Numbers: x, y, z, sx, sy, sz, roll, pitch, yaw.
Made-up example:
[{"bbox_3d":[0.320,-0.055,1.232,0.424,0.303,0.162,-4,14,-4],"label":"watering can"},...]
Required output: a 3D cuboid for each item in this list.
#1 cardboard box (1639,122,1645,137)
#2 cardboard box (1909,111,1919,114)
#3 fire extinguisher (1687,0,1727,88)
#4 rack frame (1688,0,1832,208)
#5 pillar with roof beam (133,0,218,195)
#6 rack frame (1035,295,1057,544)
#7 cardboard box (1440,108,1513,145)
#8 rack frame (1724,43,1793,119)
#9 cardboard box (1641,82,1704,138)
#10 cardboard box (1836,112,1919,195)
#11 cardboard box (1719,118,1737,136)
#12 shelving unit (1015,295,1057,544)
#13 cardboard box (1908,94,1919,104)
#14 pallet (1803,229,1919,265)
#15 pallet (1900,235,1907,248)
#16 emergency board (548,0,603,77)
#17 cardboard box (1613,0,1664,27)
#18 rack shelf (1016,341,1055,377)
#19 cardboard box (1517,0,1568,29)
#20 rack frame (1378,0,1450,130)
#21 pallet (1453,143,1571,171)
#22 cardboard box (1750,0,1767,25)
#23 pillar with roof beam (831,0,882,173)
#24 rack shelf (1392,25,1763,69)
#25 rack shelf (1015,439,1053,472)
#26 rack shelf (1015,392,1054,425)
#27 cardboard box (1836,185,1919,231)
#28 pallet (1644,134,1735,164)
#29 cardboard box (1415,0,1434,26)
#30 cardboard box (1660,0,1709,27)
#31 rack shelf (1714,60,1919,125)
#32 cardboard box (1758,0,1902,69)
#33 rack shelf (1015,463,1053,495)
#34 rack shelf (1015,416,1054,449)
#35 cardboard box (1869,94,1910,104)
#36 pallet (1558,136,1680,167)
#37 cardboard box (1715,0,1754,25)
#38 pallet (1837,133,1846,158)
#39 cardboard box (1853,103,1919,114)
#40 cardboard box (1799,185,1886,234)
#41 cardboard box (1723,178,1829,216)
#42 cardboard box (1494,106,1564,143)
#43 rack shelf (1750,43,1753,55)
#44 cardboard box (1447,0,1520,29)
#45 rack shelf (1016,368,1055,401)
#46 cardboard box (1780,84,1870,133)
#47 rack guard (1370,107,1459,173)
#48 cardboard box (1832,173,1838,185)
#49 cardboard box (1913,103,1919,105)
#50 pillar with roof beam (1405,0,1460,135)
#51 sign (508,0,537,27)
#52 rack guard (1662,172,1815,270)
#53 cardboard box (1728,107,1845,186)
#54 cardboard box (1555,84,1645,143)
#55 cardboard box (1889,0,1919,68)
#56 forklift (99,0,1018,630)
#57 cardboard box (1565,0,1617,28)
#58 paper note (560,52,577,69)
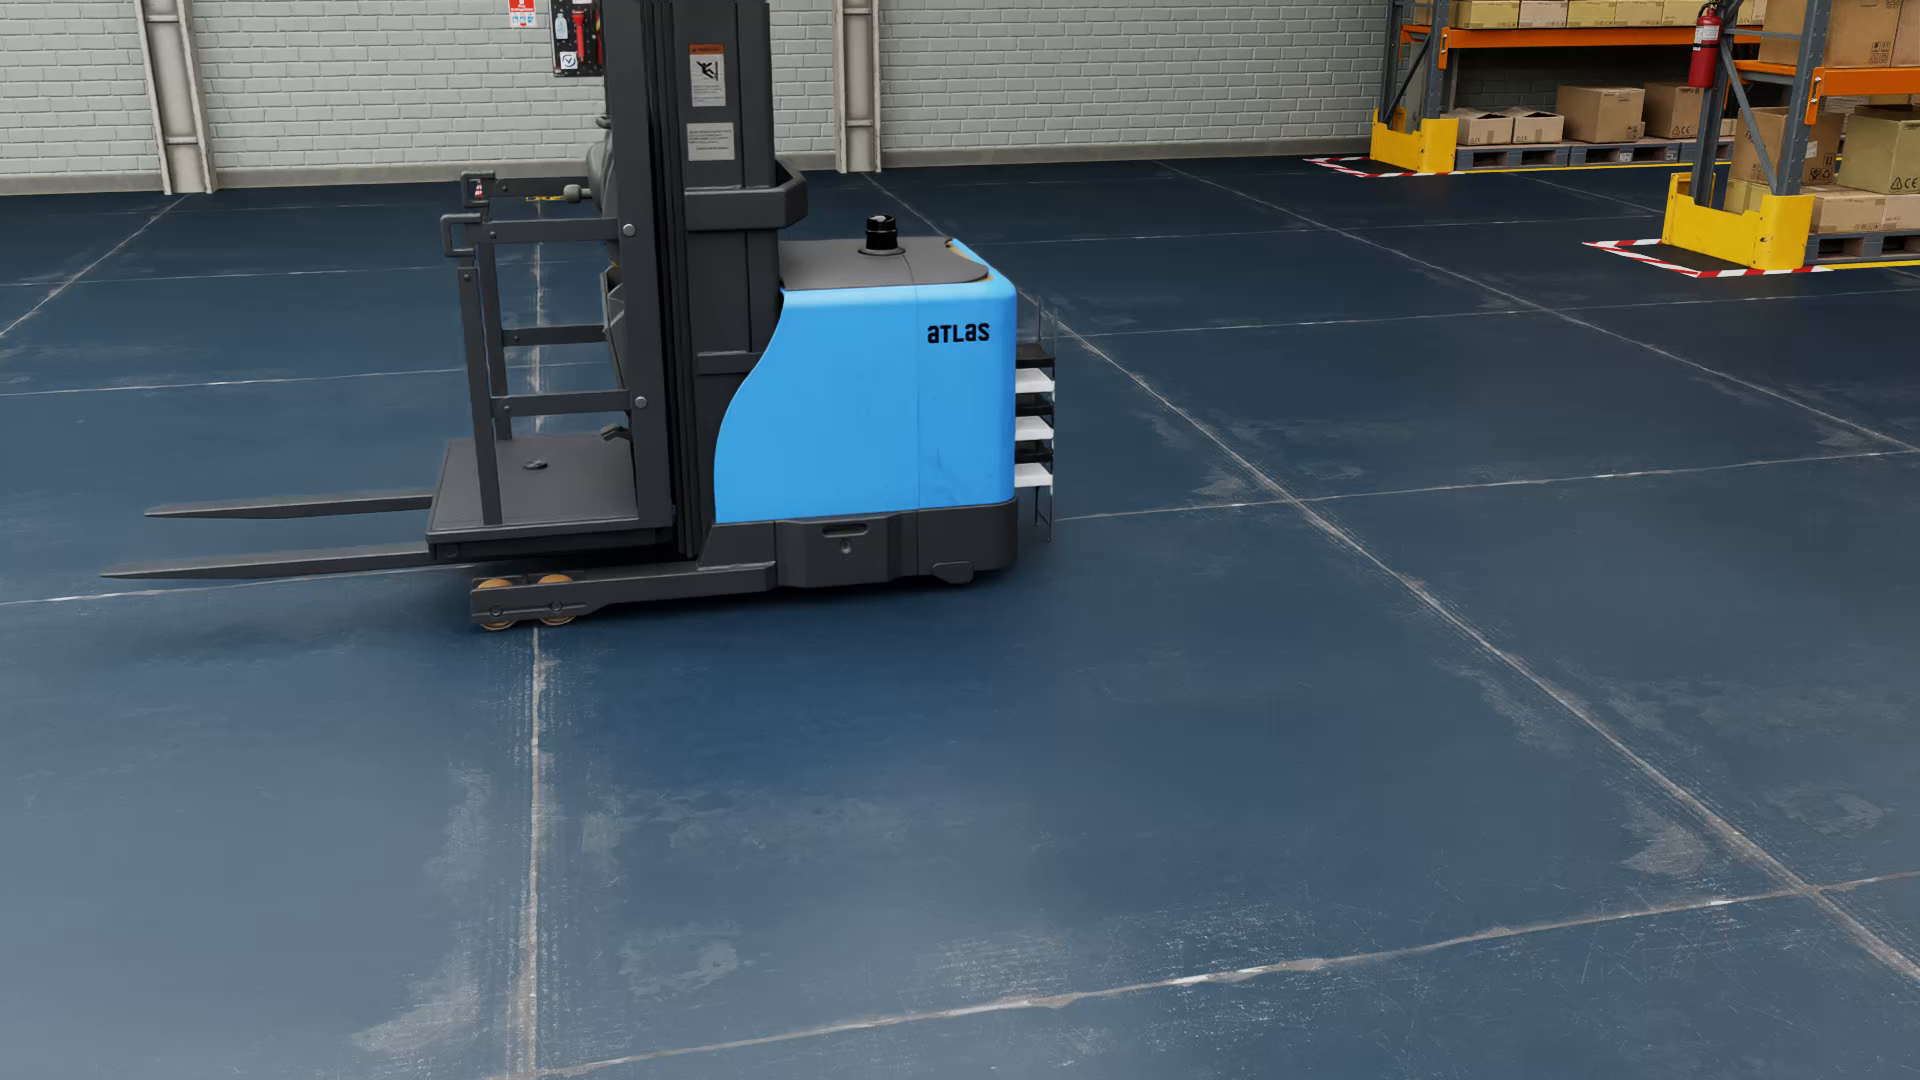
[{"bbox_3d":[6.708,-4.173,16.852,0.250,0.149,0.380,-6,21,-17],"label":"cardboard box"},{"bbox_3d":[7.063,-2.761,11.788,0.500,0.500,0.500,-5,21,-12],"label":"cardboard box"},{"bbox_3d":[5.298,-3.561,11.786,0.183,0.674,0.296,-5,21,-12],"label":"fire extinguisher"},{"bbox_3d":[5.520,-3.451,11.374,0.127,3.000,1.000,-5,21,-12],"label":"rack frame"},{"bbox_3d":[-5.828,-5.880,9.283,0.400,9.000,9.100,-5,21,-12],"label":"pillar with roof beam"},{"bbox_3d":[0.320,-0.447,6.226,0.006,0.900,0.240,-4,21,-12],"label":"rack frame"},{"bbox_3d":[5.071,-4.077,16.354,0.500,0.311,0.500,-7,21,-19],"label":"cardboard box"},{"bbox_3d":[8.269,-5.425,16.764,0.127,3.000,1.000,-5,21,-12],"label":"rack frame"},{"bbox_3d":[7.269,-4.363,16.858,0.500,0.500,0.500,-6,21,-17],"label":"cardboard box"},{"bbox_3d":[6.580,-2.717,11.668,0.500,0.500,0.500,-5,21,-12],"label":"cardboard box"},{"bbox_3d":[7.756,-4.249,17.033,0.250,0.166,0.380,-7,21,-20],"label":"cardboard box"},{"bbox_3d":[0.221,-0.439,6.205,0.210,0.900,0.258,-4,21,-12],"label":"shelving unit"},{"bbox_3d":[9.979,-4.607,17.524,0.500,0.500,0.700,-4,21,-12],"label":"cardboard box"},{"bbox_3d":[6.255,-2.216,12.057,1.213,0.211,1.003,-5,21,-12],"label":"pallet"},{"bbox_3d":[7.440,-2.311,12.318,1.213,0.211,1.003,-5,21,-12],"label":"pallet"},{"bbox_3d":[-3.394,-4.796,15.046,0.643,1.169,0.194,-5,21,-12],"label":"emergency board"},{"bbox_3d":[6.416,-5.104,16.075,0.500,0.250,0.500,-4,21,-12],"label":"cardboard box"},{"bbox_3d":[0.221,-0.661,6.124,0.200,0.077,0.258,-4,21,-12],"label":"rack shelf"},{"bbox_3d":[5.427,-5.026,15.863,0.500,0.250,0.500,-5,21,-14],"label":"cardboard box"},{"bbox_3d":[4.377,-5.109,15.900,0.127,3.000,1.000,-5,21,-12],"label":"rack frame"},{"bbox_3d":[5.249,-3.858,16.539,1.213,0.211,1.003,-5,21,-12],"label":"pallet"},{"bbox_3d":[7.878,-5.225,16.407,0.500,0.250,0.500,-5,21,-12],"label":"cardboard box"},{"bbox_3d":[0.011,-6.355,10.580,0.400,9.000,9.100,-5,21,-12],"label":"pillar with roof beam"},{"bbox_3d":[6.323,-4.929,16.456,4.000,0.370,1.077,-5,21,-12],"label":"rack shelf"},{"bbox_3d":[0.221,-0.323,6.248,0.200,0.077,0.258,-4,21,-12],"label":"rack shelf"},{"bbox_3d":[0.221,-0.492,6.186,0.200,0.077,0.258,-4,21,-12],"label":"rack shelf"},{"bbox_3d":[6.579,-2.366,11.799,0.500,0.250,0.500,-5,21,-12],"label":"cardboard box"},{"bbox_3d":[7.624,-4.051,17.067,1.213,0.211,1.003,-5,21,-12],"label":"pallet"},{"bbox_3d":[4.787,-5.150,16.201,0.500,0.250,0.500,-4,21,-12],"label":"cardboard box"},{"bbox_3d":[6.906,-5.144,16.184,0.500,0.250,0.500,-5,21,-13],"label":"cardboard box"},{"bbox_3d":[7.467,-3.271,11.930,4.000,0.370,1.077,-5,21,-12],"label":"rack shelf"},{"bbox_3d":[5.978,-3.530,11.446,0.500,0.500,0.700,-5,21,-12],"label":"cardboard box"},{"bbox_3d":[0.221,-0.239,6.279,0.200,0.077,0.258,-4,21,-12],"label":"rack shelf"},{"bbox_3d":[0.221,-0.408,6.217,0.200,0.077,0.258,-4,21,-12],"label":"rack shelf"},{"bbox_3d":[9.473,-4.580,17.450,0.500,0.500,0.700,-5,21,-14],"label":"cardboard box"},{"bbox_3d":[6.434,-3.953,16.800,1.213,0.211,1.003,-5,21,-12],"label":"pallet"},{"bbox_3d":[7.391,-5.189,16.307,0.500,0.250,0.500,-5,21,-12],"label":"cardboard box"},{"bbox_3d":[9.027,-4.178,17.414,1.213,0.211,1.003,-5,21,-12],"label":"pallet"},{"bbox_3d":[6.944,-2.935,12.263,0.500,0.500,0.500,-5,21,-12],"label":"cardboard box"},{"bbox_3d":[6.093,-2.325,11.688,0.500,0.250,0.500,-5,21,-12],"label":"cardboard box"},{"bbox_3d":[5.974,-2.498,12.161,0.500,0.250,0.500,-5,21,-12],"label":"cardboard box"},{"bbox_3d":[5.626,-4.123,16.477,0.500,0.311,0.500,-3,20,-8],"label":"cardboard box"},{"bbox_3d":[10.216,-5.246,17.320,4.000,0.370,1.077,-5,21,-12],"label":"rack shelf"},{"bbox_3d":[4.925,-4.980,15.738,0.500,0.250,0.500,-5,21,-14],"label":"cardboard box"},{"bbox_3d":[0.221,-0.577,6.155,0.200,0.077,0.258,-4,21,-12],"label":"rack shelf"},{"bbox_3d":[8.982,-4.522,17.293,0.500,0.500,0.700,-4,20,-11],"label":"cardboard box"},{"bbox_3d":[4.451,-3.941,16.346,0.348,0.500,1.175,-5,21,-12],"label":"rack guard"},{"bbox_3d":[6.458,-2.542,12.280,0.500,0.250,0.500,-5,21,-12],"label":"cardboard box"},{"bbox_3d":[7.430,-2.974,12.370,0.500,0.500,0.500,-5,21,-12],"label":"cardboard box"},{"bbox_3d":[5.850,-6.830,11.876,0.400,9.000,9.100,-5,21,-12],"label":"pillar with roof beam"},{"bbox_3d":[-3.956,-4.803,15.015,0.234,0.329,0.001,-5,21,-12],"label":"sign"},{"bbox_3d":[5.497,-2.275,11.799,0.348,0.500,1.175,-5,21,-12],"label":"rack guard"},{"bbox_3d":[5.974,-2.851,12.034,0.500,0.500,0.500,-5,21,-12],"label":"cardboard box"},{"bbox_3d":[6.351,-4.253,16.558,0.500,0.500,0.700,-6,21,-16],"label":"cardboard box"},{"bbox_3d":[6.488,-3.574,11.564,0.500,0.500,0.700,-4,21,-11],"label":"cardboard box"},{"bbox_3d":[-1.367,-1.277,5.539,3.031,2.935,1.130,-4,21,-12],"label":"forklift"},{"bbox_3d":[5.924,-5.064,15.968,0.500,0.250,0.500,-5,21,-13],"label":"cardboard box"},{"bbox_3d":[-3.582,-4.391,15.223,0.142,0.148,0.016,-5,21,-12],"label":"paper note"}]
